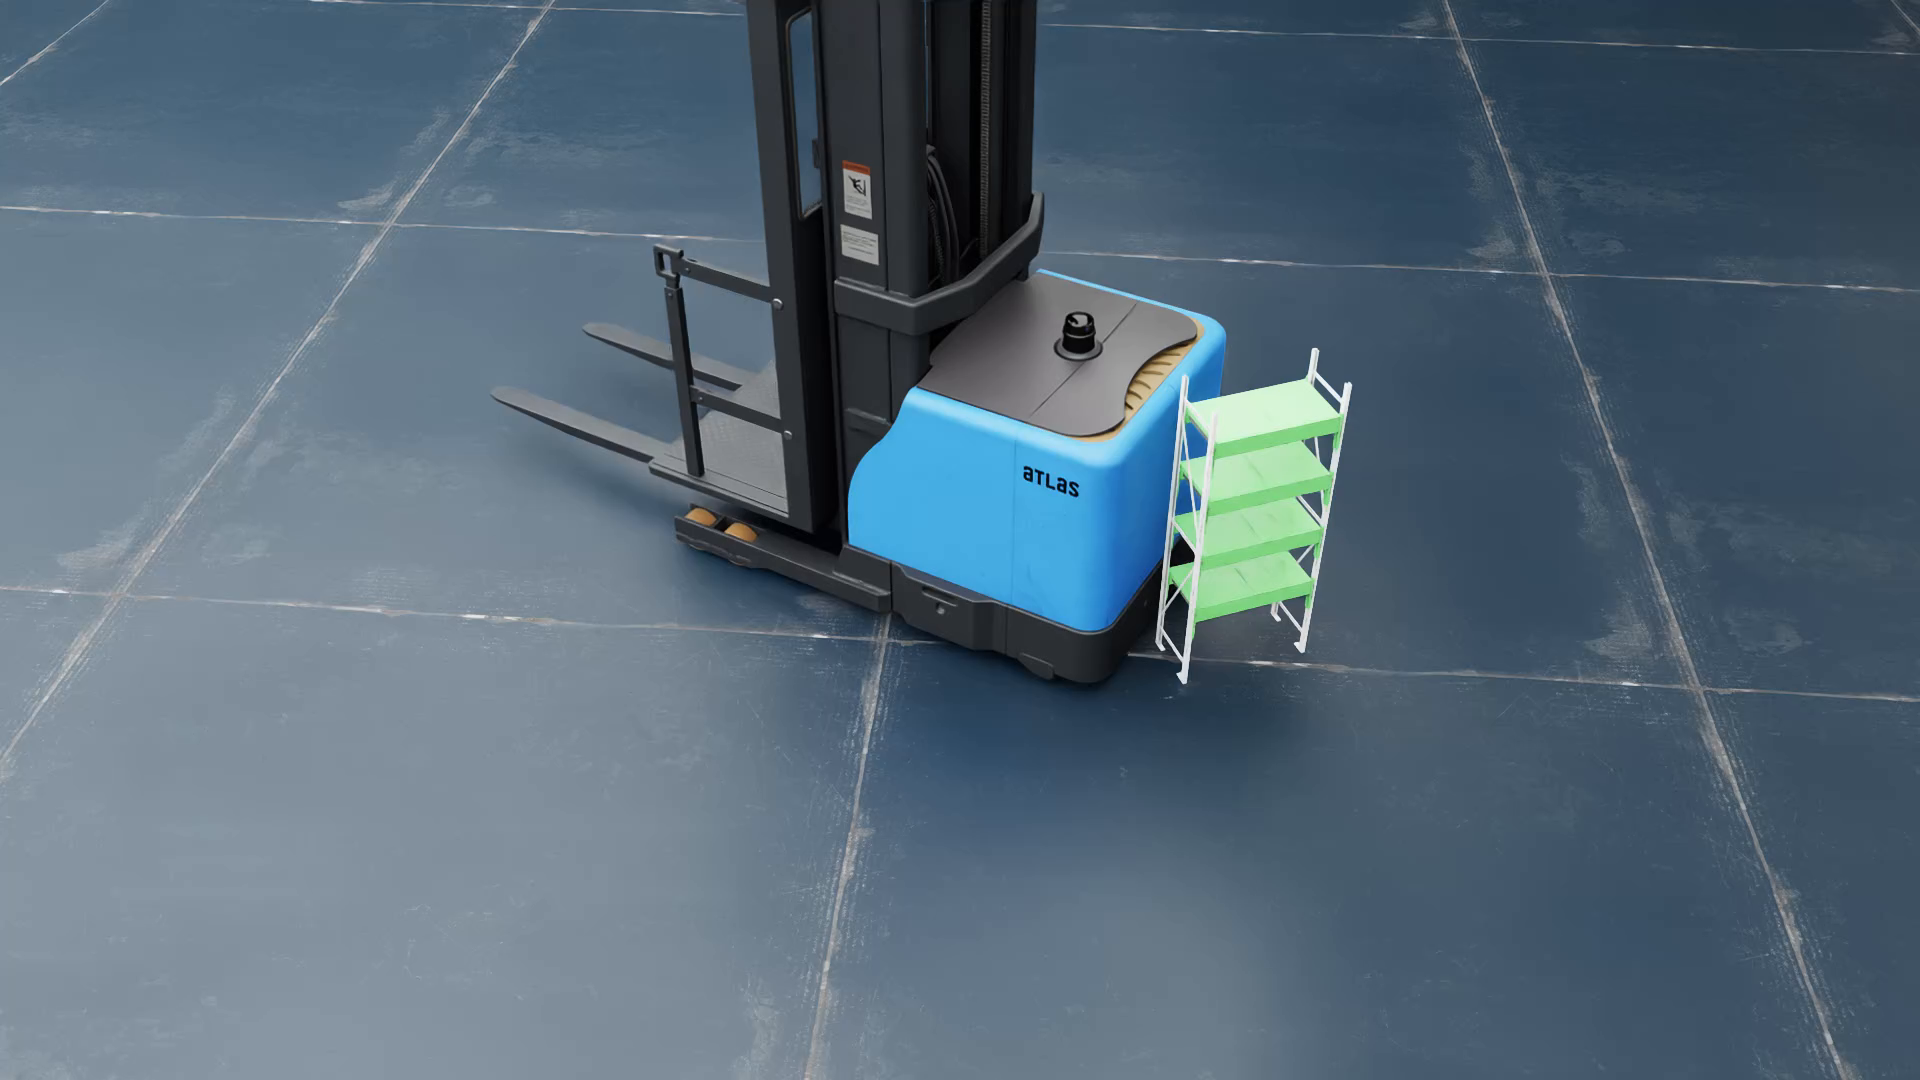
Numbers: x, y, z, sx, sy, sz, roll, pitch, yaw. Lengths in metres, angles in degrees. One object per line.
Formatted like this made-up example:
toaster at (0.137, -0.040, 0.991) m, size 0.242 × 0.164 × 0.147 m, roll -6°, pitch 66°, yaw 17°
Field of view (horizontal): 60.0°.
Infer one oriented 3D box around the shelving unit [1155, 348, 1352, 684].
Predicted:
shelving unit at (1.014, -0.062, 5.876) m, size 0.503 × 1.200 × 0.258 m, roll -13°, pitch 41°, yaw -15°

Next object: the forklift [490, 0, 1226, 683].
forklift at (-0.554, -1.302, 6.028) m, size 3.031 × 2.935 × 1.130 m, roll 20°, pitch 43°, yaw 23°

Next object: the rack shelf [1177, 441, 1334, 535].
rack shelf at (1.014, -0.198, 5.764) m, size 0.480 × 0.148 × 0.258 m, roll -13°, pitch 41°, yaw -15°

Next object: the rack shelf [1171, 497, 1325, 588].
rack shelf at (1.014, -0.012, 5.916) m, size 0.480 × 0.148 × 0.258 m, roll -13°, pitch 41°, yaw -15°

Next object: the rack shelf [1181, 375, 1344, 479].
rack shelf at (1.014, -0.385, 5.613) m, size 0.480 × 0.148 × 0.258 m, roll -13°, pitch 41°, yaw -15°

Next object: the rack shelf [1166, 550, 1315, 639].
rack shelf at (1.014, 0.174, 6.067) m, size 0.480 × 0.148 × 0.258 m, roll -13°, pitch 41°, yaw -15°

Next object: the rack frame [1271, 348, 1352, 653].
rack frame at (1.244, -0.114, 5.940) m, size 0.015 × 1.200 × 0.240 m, roll -13°, pitch 41°, yaw -15°

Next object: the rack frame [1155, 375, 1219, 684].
rack frame at (0.785, -0.010, 5.811) m, size 0.015 × 1.200 × 0.240 m, roll -13°, pitch 41°, yaw -15°
